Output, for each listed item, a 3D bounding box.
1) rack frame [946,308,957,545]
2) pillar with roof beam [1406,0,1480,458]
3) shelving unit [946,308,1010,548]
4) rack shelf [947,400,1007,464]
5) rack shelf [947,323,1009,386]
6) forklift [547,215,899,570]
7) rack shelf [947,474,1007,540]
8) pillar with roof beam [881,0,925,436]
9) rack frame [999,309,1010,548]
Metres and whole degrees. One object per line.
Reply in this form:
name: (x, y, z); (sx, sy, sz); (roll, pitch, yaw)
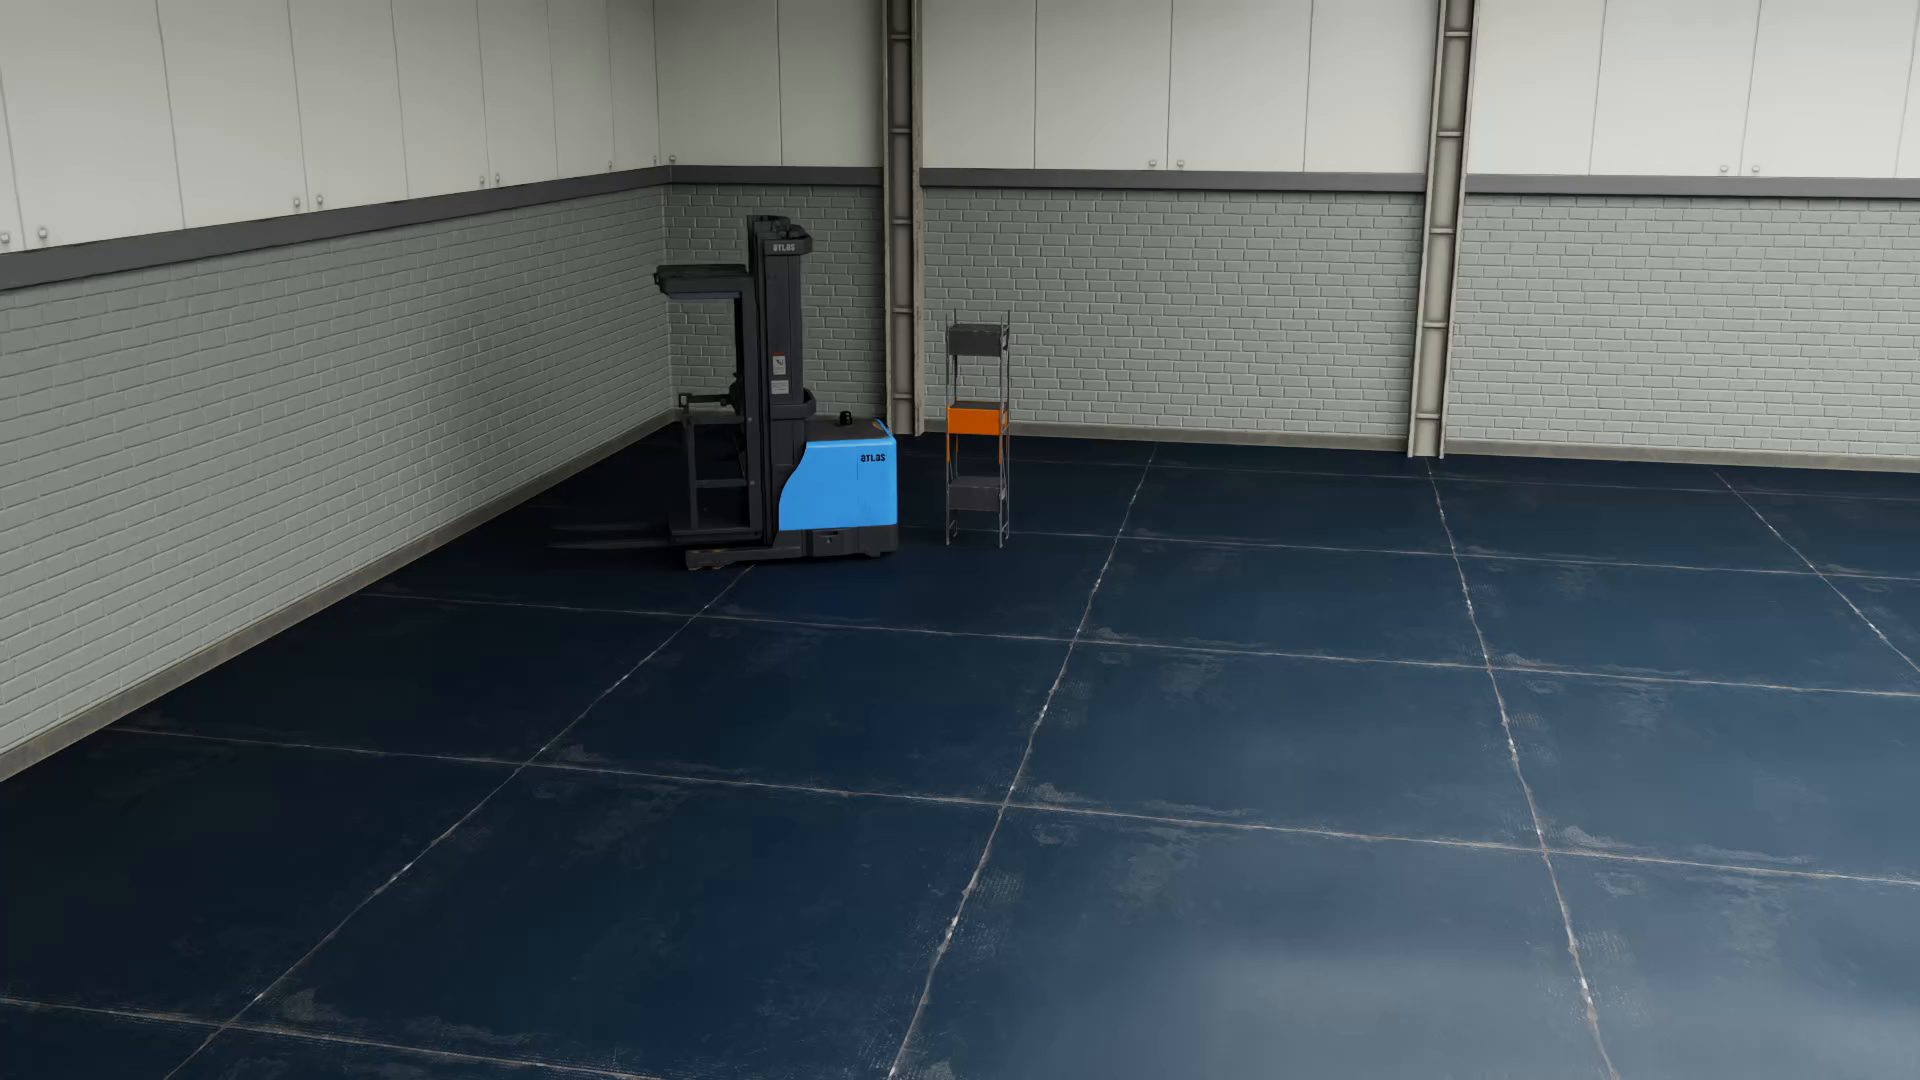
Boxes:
rack frame: (-0.077, -1.016, 14.985); (0.015, 2.100, 0.400); (3, 16, 11)
pillar with roof beam: (4.372, -4.171, 13.451); (0.400, 9.000, 9.100); (3, 16, 11)
shelving unit: (0.162, -1.003, 14.938); (0.503, 2.100, 0.431); (3, 16, 11)
rack shelf: (0.162, -0.990, 14.942); (0.480, 0.518, 0.431); (3, 16, 11)
rack shelf: (0.162, -1.665, 14.755); (0.480, 0.518, 0.431); (3, 16, 11)
forklift: (-2.109, -1.305, 14.469); (3.031, 2.935, 1.130); (-3, 16, -11)
rack shelf: (0.162, -0.315, 15.128); (0.480, 0.518, 0.431); (3, 16, 11)
pillar with roof beam: (-1.508, -4.490, 14.604); (0.400, 9.000, 9.100); (3, 16, 11)
rack frame: (0.401, -0.990, 14.891); (0.015, 2.100, 0.400); (3, 16, 11)
